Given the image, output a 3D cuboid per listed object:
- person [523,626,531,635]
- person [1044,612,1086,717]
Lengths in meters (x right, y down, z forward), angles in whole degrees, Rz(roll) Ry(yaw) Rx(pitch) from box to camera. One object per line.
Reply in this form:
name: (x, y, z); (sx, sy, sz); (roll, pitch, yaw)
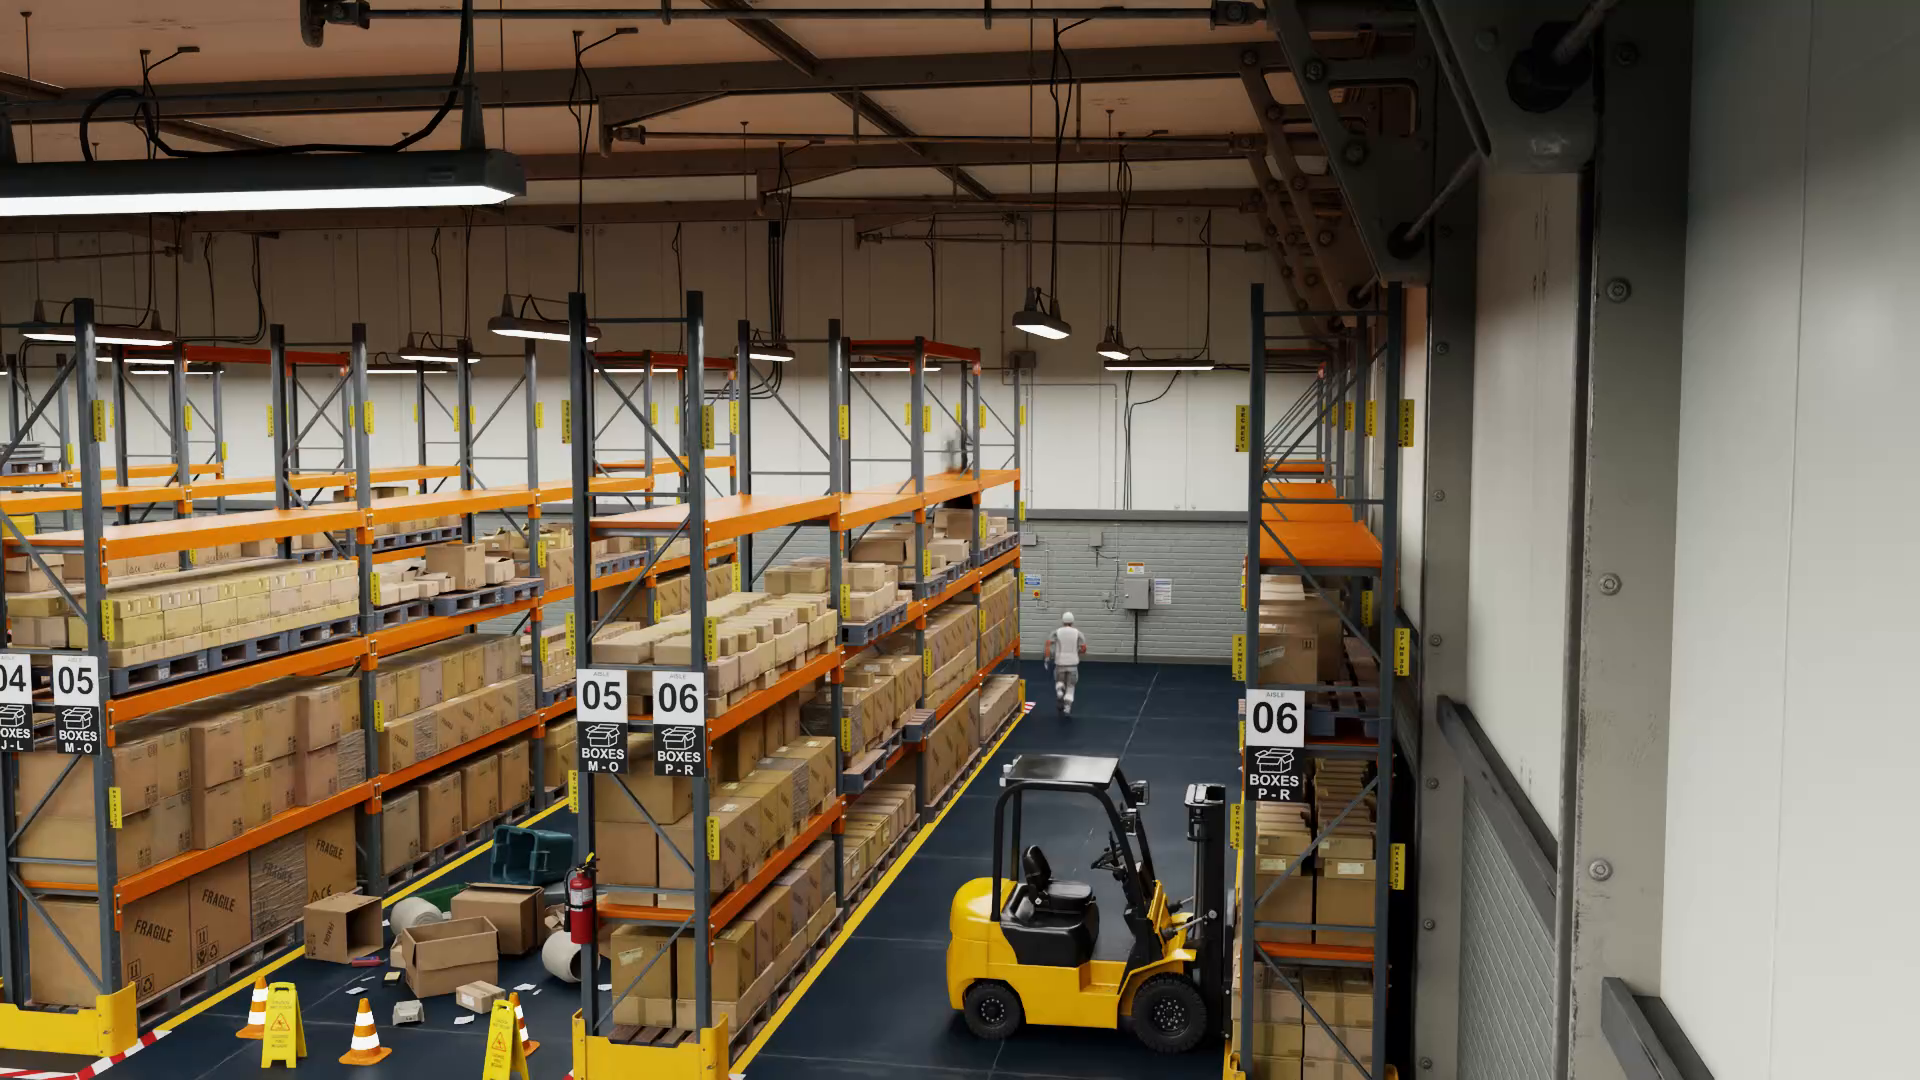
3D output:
person: (-6.705, 2.211, 26.034); (0.666, 1.745, 0.601); (1, 5, 7)
person: (1.767, 2.060, 27.832); (0.695, 1.728, 0.620); (0, 5, 6)
